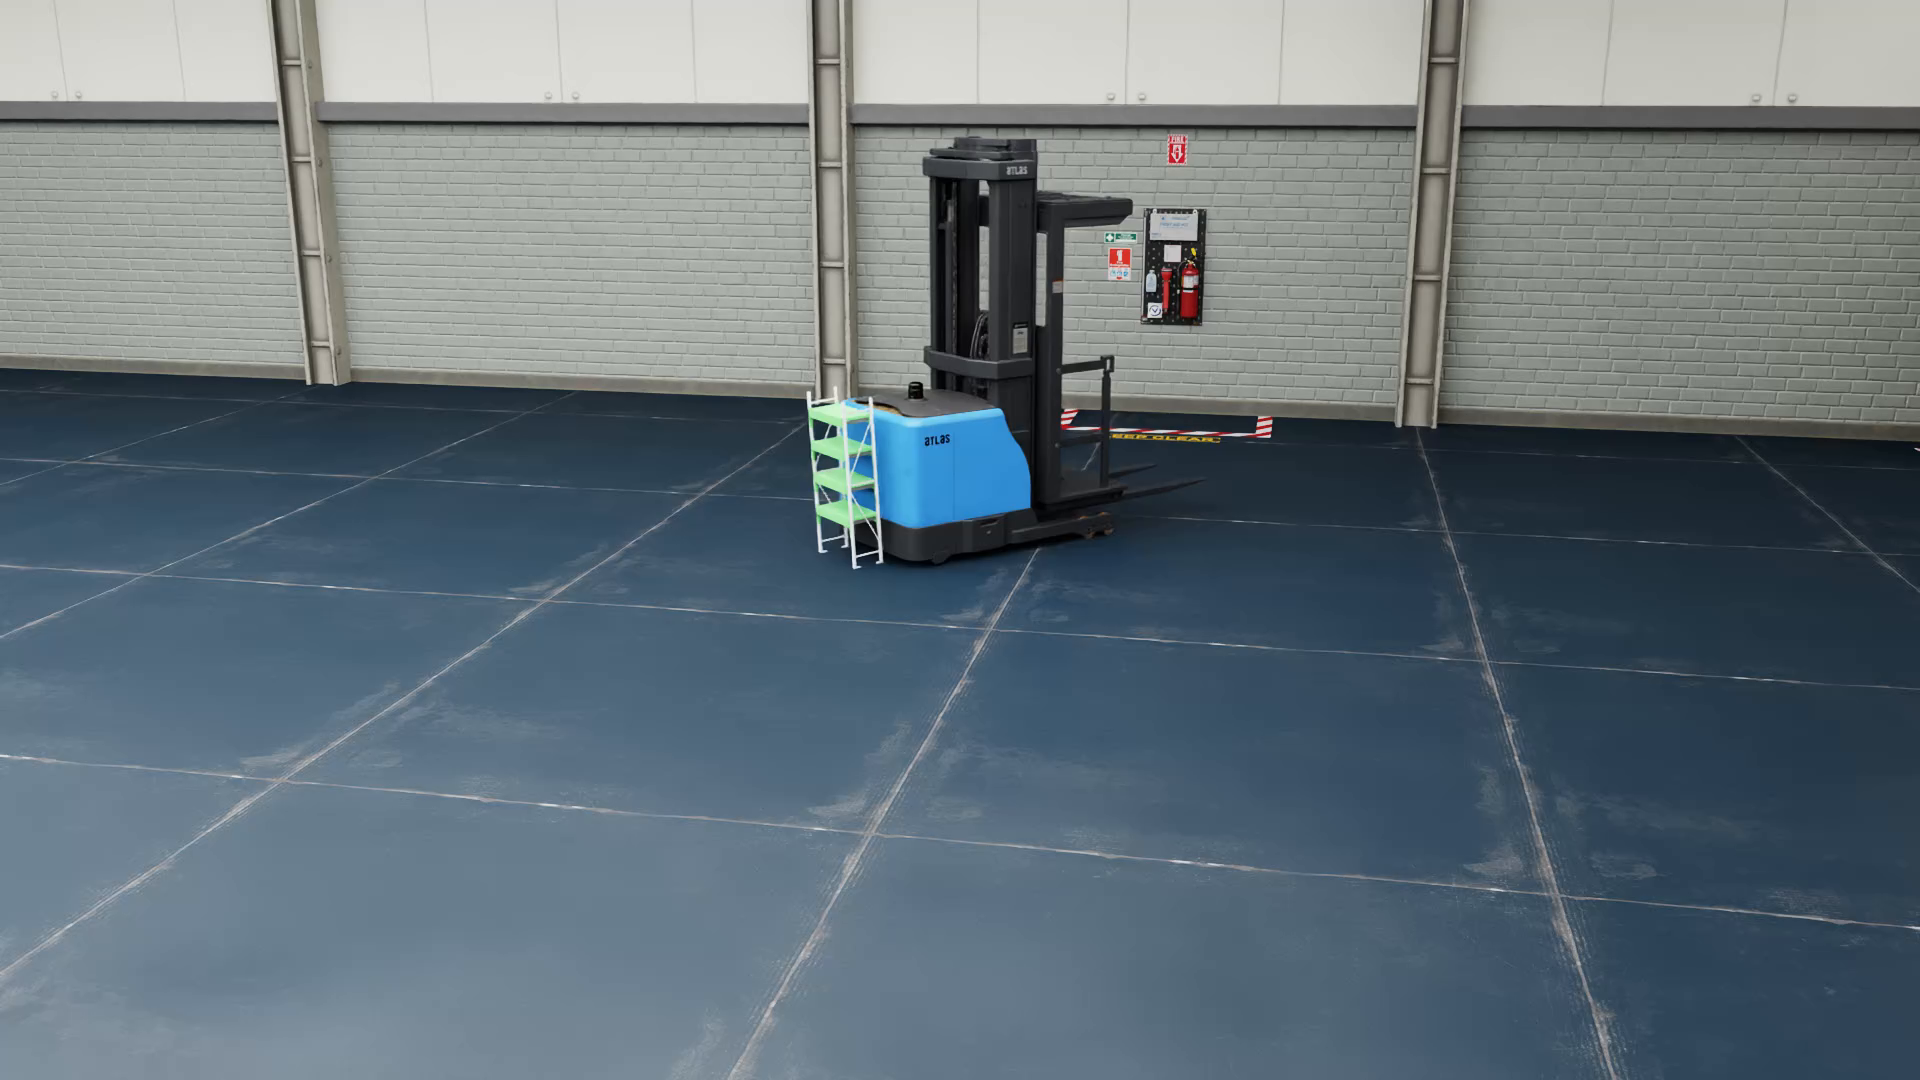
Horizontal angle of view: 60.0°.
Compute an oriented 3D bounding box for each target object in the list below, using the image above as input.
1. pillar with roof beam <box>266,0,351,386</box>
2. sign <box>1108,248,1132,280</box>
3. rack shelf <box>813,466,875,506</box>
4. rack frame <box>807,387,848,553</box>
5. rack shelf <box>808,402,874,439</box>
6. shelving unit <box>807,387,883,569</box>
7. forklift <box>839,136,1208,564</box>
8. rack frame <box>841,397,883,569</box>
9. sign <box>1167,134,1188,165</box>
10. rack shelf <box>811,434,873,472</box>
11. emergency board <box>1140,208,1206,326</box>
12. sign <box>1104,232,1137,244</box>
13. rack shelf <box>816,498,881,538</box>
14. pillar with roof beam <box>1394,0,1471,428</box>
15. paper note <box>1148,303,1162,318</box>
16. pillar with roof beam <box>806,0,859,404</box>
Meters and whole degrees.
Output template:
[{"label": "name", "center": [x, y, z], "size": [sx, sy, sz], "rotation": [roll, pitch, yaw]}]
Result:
[{"label": "pillar with roof beam", "center": [-8.051, -5.006, 13.707], "size": [0.400, 9.000, 9.100], "rotation": [3, 16, 11]}, {"label": "sign", "center": [1.631, -2.818, 16.978], "size": [0.234, 0.329, 0.001], "rotation": [3, 16, 11]}, {"label": "rack shelf", "center": [-0.816, -0.388, 11.857], "size": [0.258, 0.148, 0.480], "rotation": [-14, 20, -31]}, {"label": "rack frame", "center": [-0.955, -0.503, 12.033], "size": [0.240, 1.200, 0.015], "rotation": [-14, 20, -31]}, {"label": "rack shelf", "center": [-0.839, -0.846, 11.714], "size": [0.258, 0.148, 0.480], "rotation": [-14, 20, -31]}, {"label": "shelving unit", "center": [-0.819, -0.449, 11.838], "size": [0.258, 1.200, 0.503], "rotation": [-14, 20, -31]}, {"label": "forklift", "center": [0.587, -1.532, 12.532], "size": [3.031, 2.935, 1.130], "rotation": [-11, 19, -34]}, {"label": "rack frame", "center": [-0.683, -0.395, 11.643], "size": [0.240, 1.200, 0.015], "rotation": [-14, 20, -31]}, {"label": "sign", "center": [2.164, -3.888, 16.566], "size": [0.199, 0.298, 0.001], "rotation": [3, 16, 11]}, {"label": "rack shelf", "center": [-0.828, -0.617, 11.785], "size": [0.258, 0.148, 0.480], "rotation": [-14, 20, -31]}, {"label": "emergency board", "center": [2.152, -2.744, 16.779], "size": [0.643, 1.169, 0.194], "rotation": [3, 16, 11]}, {"label": "sign", "center": [1.633, -3.071, 16.898], "size": [0.331, 0.109, 0.001], "rotation": [3, 16, 11]}, {"label": "rack shelf", "center": [-0.804, -0.159, 11.928], "size": [0.258, 0.148, 0.480], "rotation": [-14, 20, -31]}, {"label": "pillar with roof beam", "center": [3.708, -4.368, 11.402], "size": [0.400, 9.000, 9.100], "rotation": [3, 16, 11]}, {"label": "paper note", "center": [1.992, -2.347, 16.996], "size": [0.142, 0.148, 0.016], "rotation": [3, 16, 11]}, {"label": "pillar with roof beam", "center": [-2.172, -4.687, 12.555], "size": [0.400, 9.000, 9.100], "rotation": [3, 16, 11]}]
